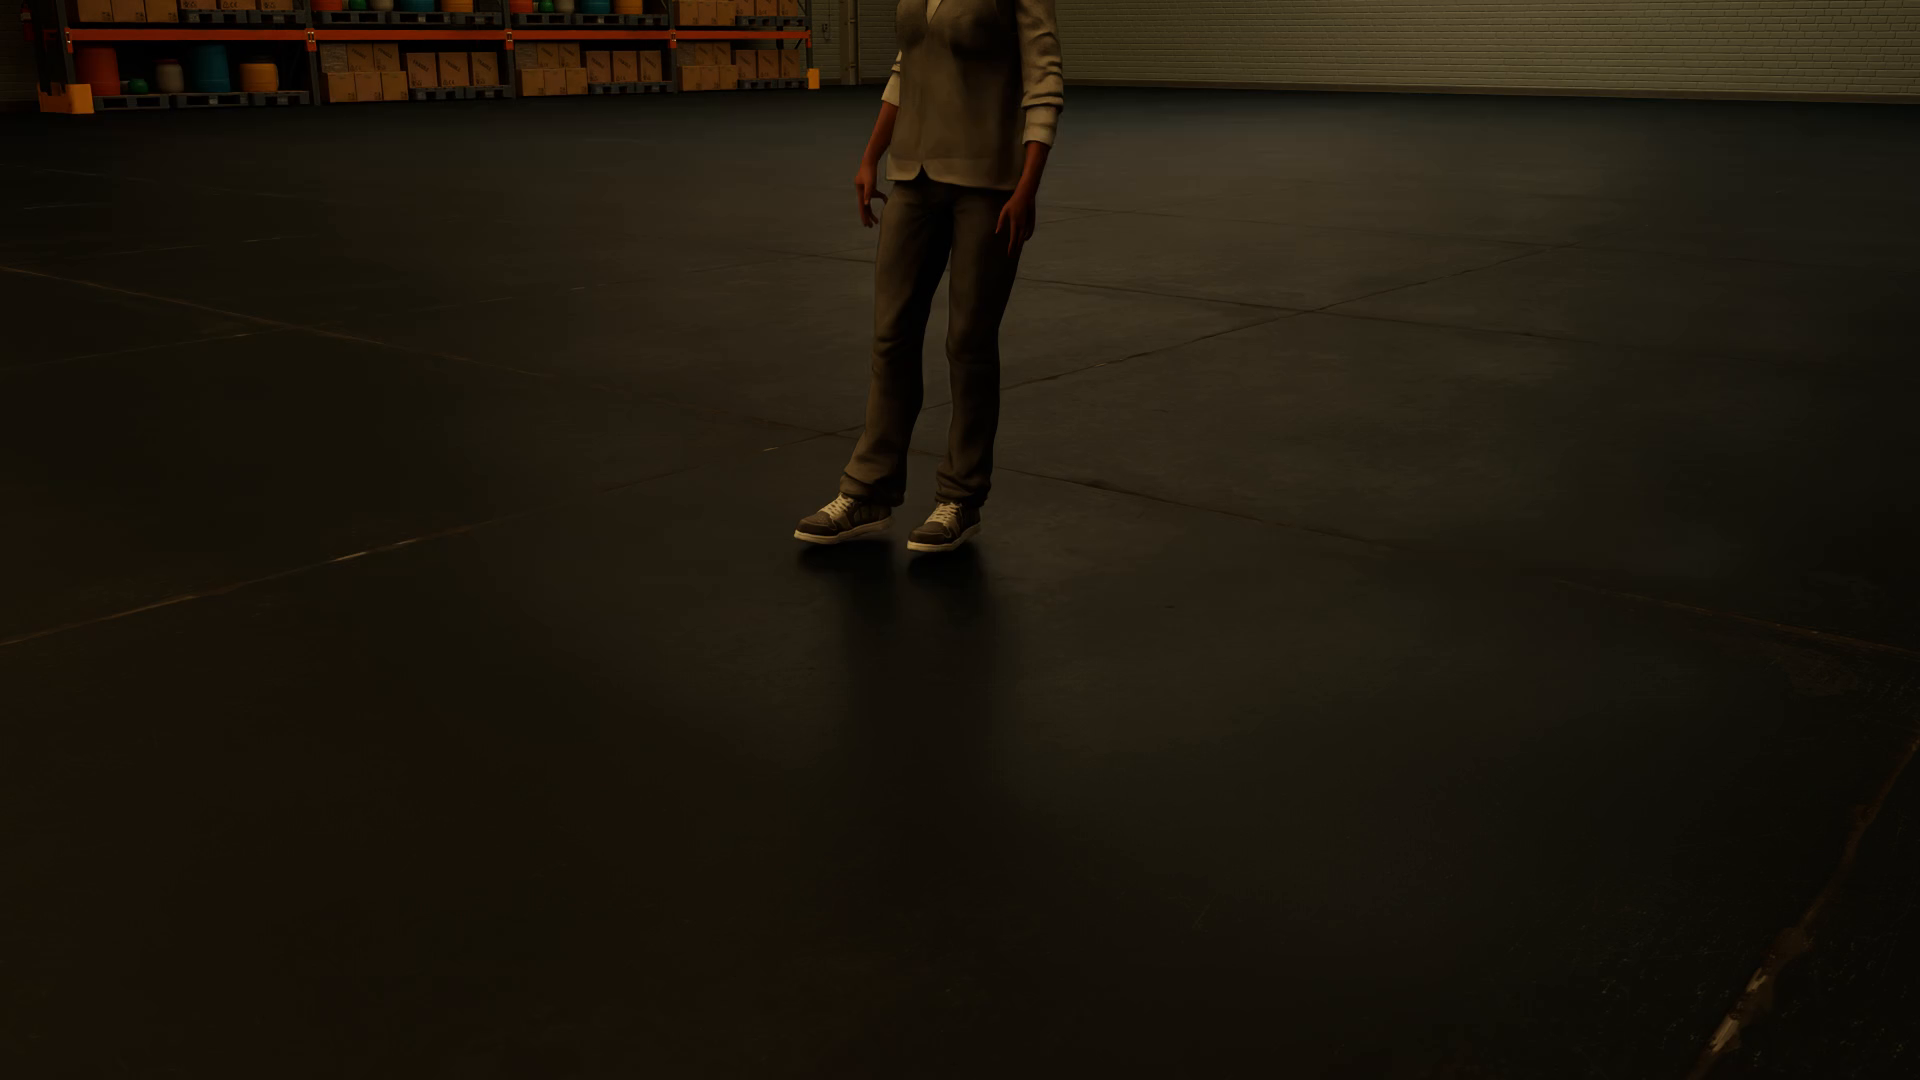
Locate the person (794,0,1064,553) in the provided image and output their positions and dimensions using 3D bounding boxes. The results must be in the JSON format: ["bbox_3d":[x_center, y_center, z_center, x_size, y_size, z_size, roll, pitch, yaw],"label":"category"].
[{"bbox_3d":[-0.058,-0.757,3.662,0.520,1.597,0.475,13,21,37],"label":"person"}]
